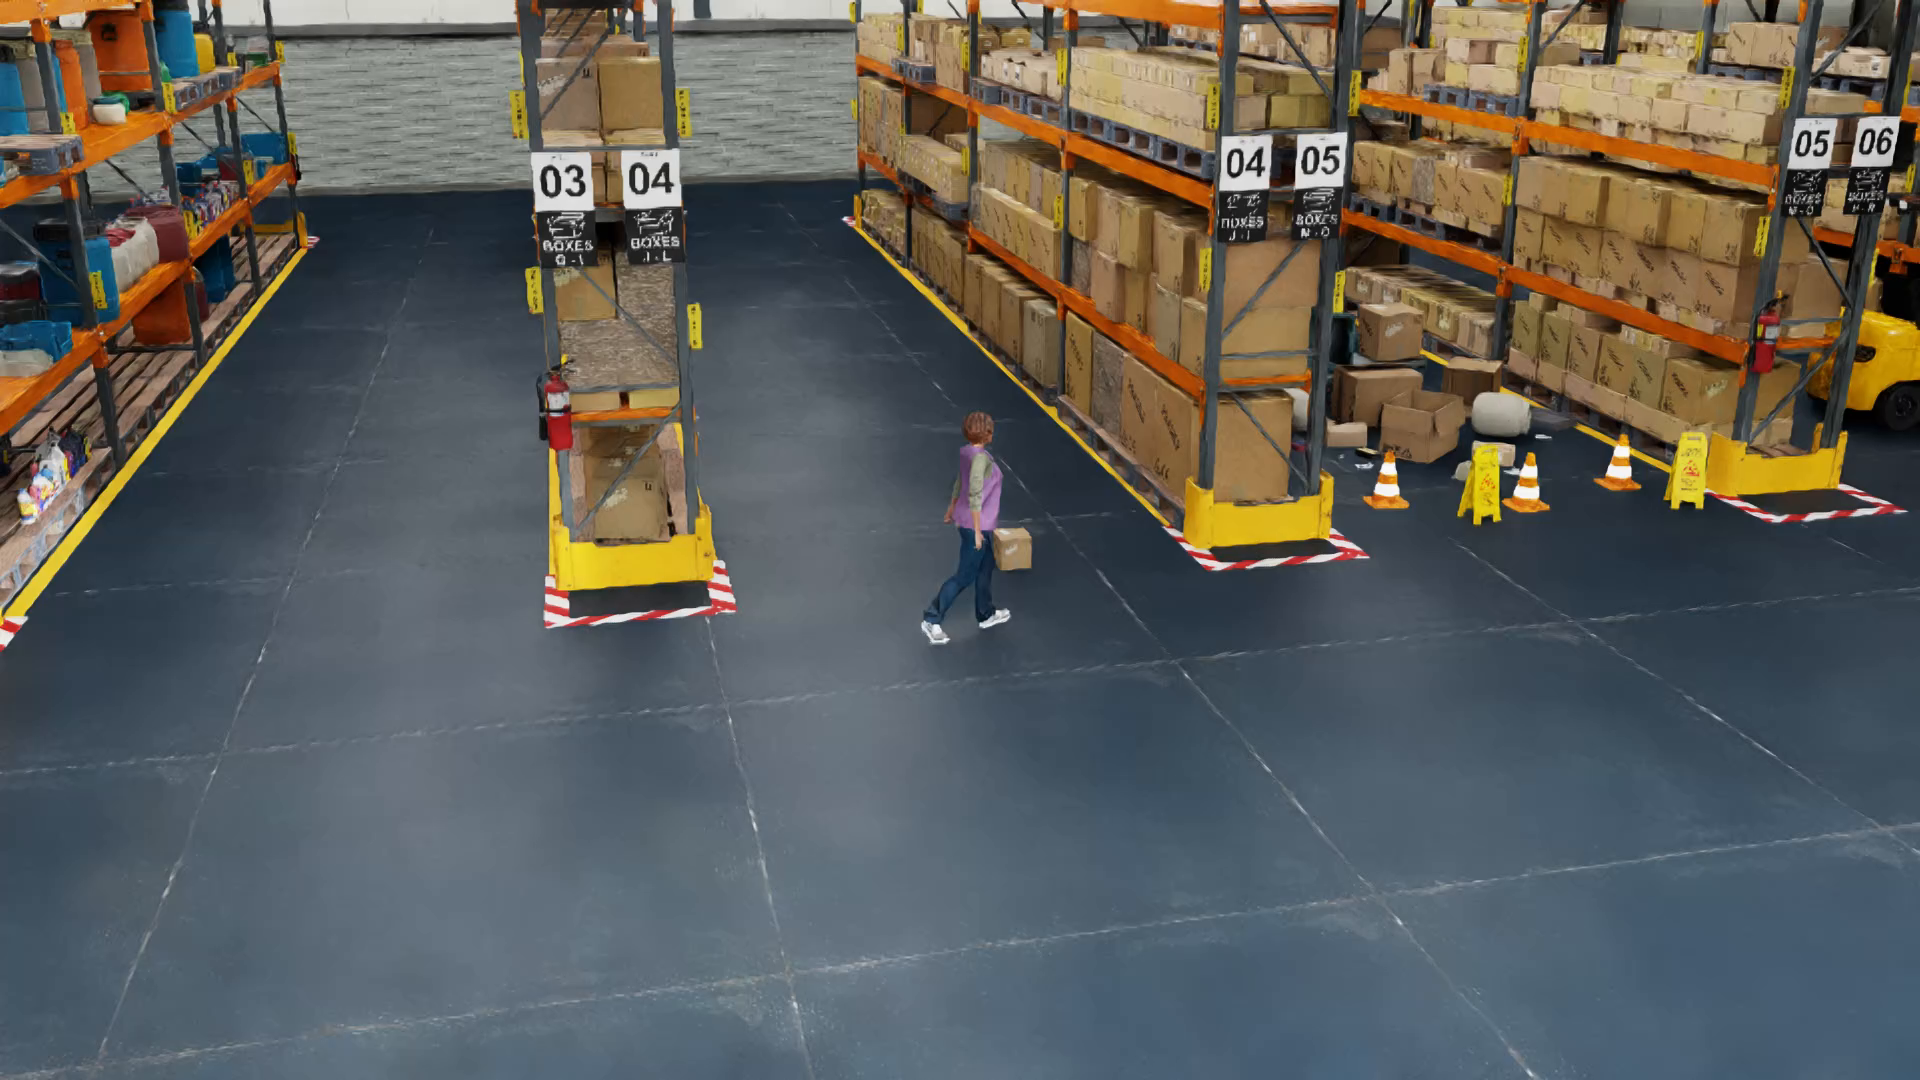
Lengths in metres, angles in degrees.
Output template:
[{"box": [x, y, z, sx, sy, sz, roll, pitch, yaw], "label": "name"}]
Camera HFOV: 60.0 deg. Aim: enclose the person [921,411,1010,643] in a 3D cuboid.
[{"box": [0.039, -0.117, 11.421, 0.708, 1.566, 0.683, -5, 21, -15], "label": "person"}]
